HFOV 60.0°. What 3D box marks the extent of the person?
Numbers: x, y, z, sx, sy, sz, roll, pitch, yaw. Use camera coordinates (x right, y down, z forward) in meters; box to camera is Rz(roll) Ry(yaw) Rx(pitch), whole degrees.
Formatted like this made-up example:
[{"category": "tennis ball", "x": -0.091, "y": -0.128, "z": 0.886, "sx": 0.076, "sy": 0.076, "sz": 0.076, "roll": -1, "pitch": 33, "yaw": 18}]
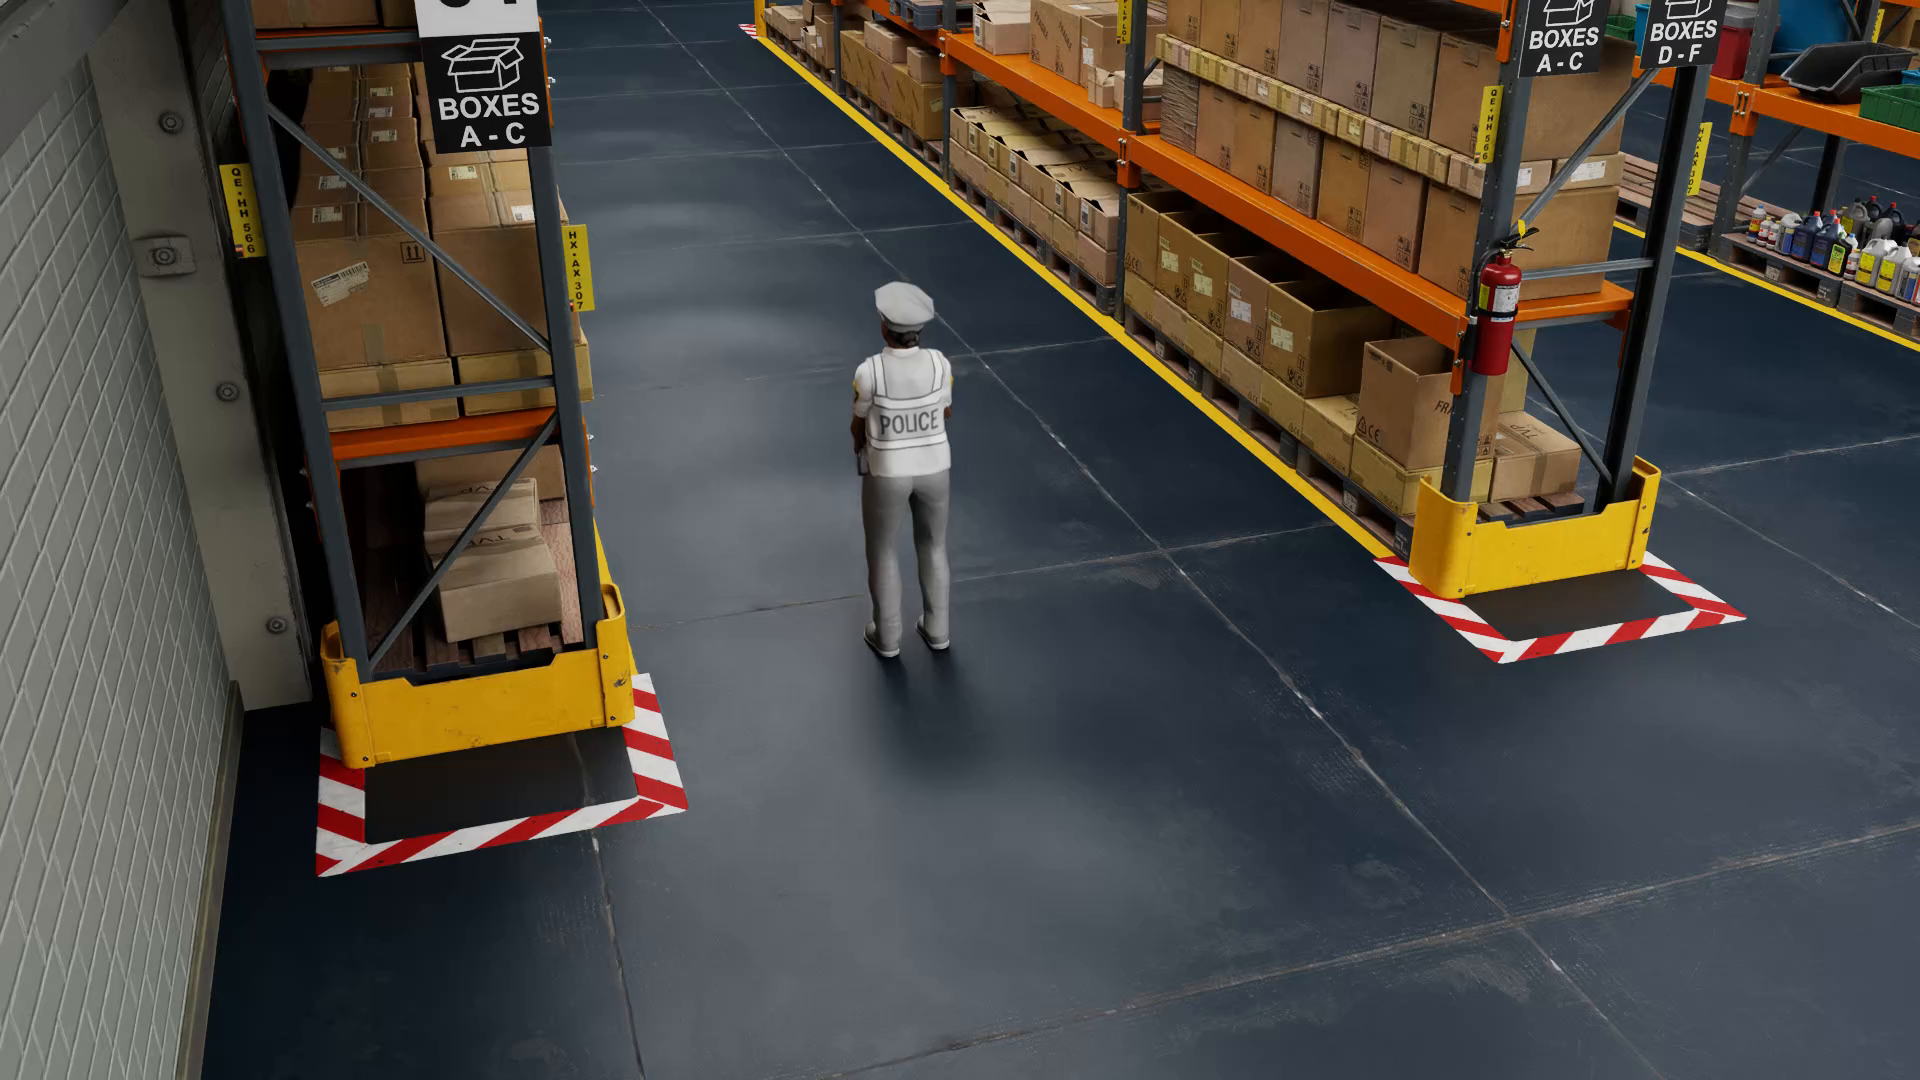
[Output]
[{"category": "person", "x": -0.260, "y": -0.321, "z": 7.235, "sx": 0.445, "sy": 1.692, "sz": 0.512, "roll": -8, "pitch": 28, "yaw": -16}]
